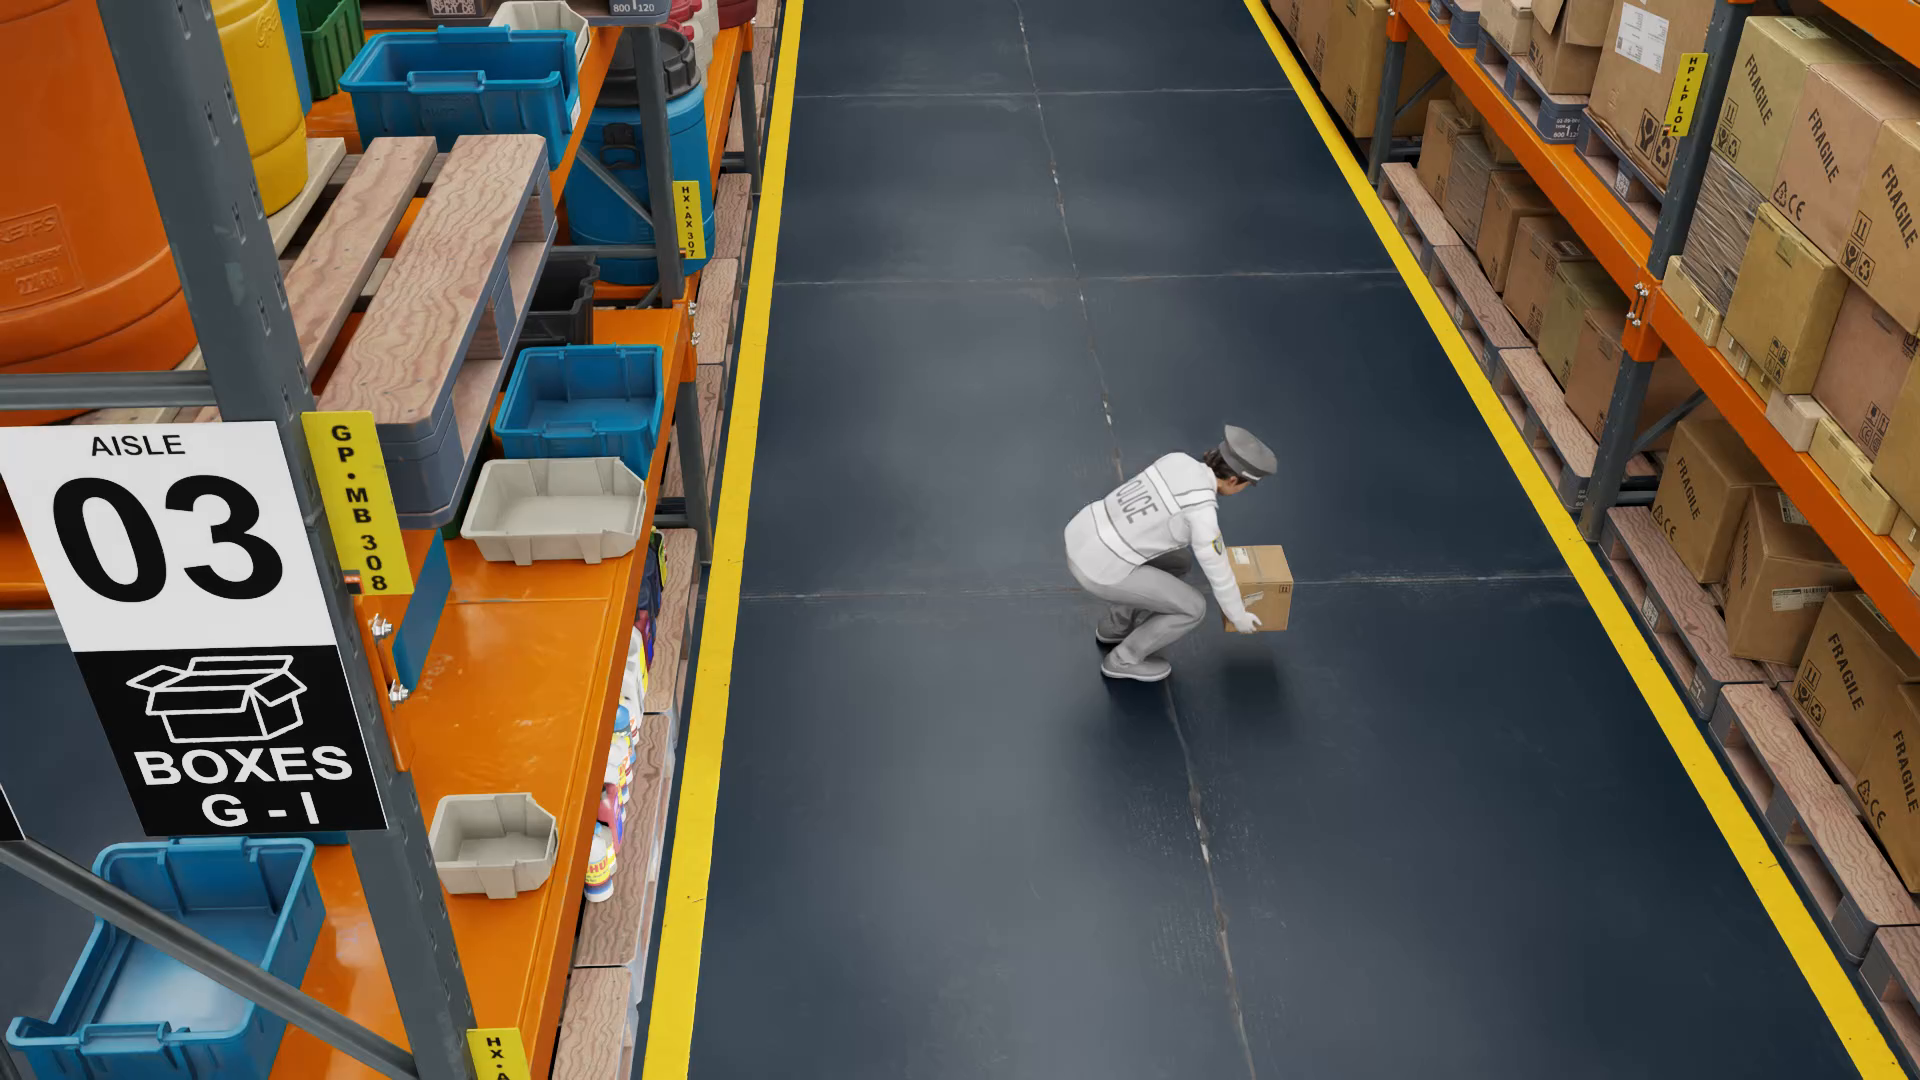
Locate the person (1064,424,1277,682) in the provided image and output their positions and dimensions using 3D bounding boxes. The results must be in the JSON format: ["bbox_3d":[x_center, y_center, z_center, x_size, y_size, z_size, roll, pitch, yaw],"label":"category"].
[{"bbox_3d":[0.825,0.035,6.643,0.820,1.036,0.499,-2,35,-2],"label":"person"}]
